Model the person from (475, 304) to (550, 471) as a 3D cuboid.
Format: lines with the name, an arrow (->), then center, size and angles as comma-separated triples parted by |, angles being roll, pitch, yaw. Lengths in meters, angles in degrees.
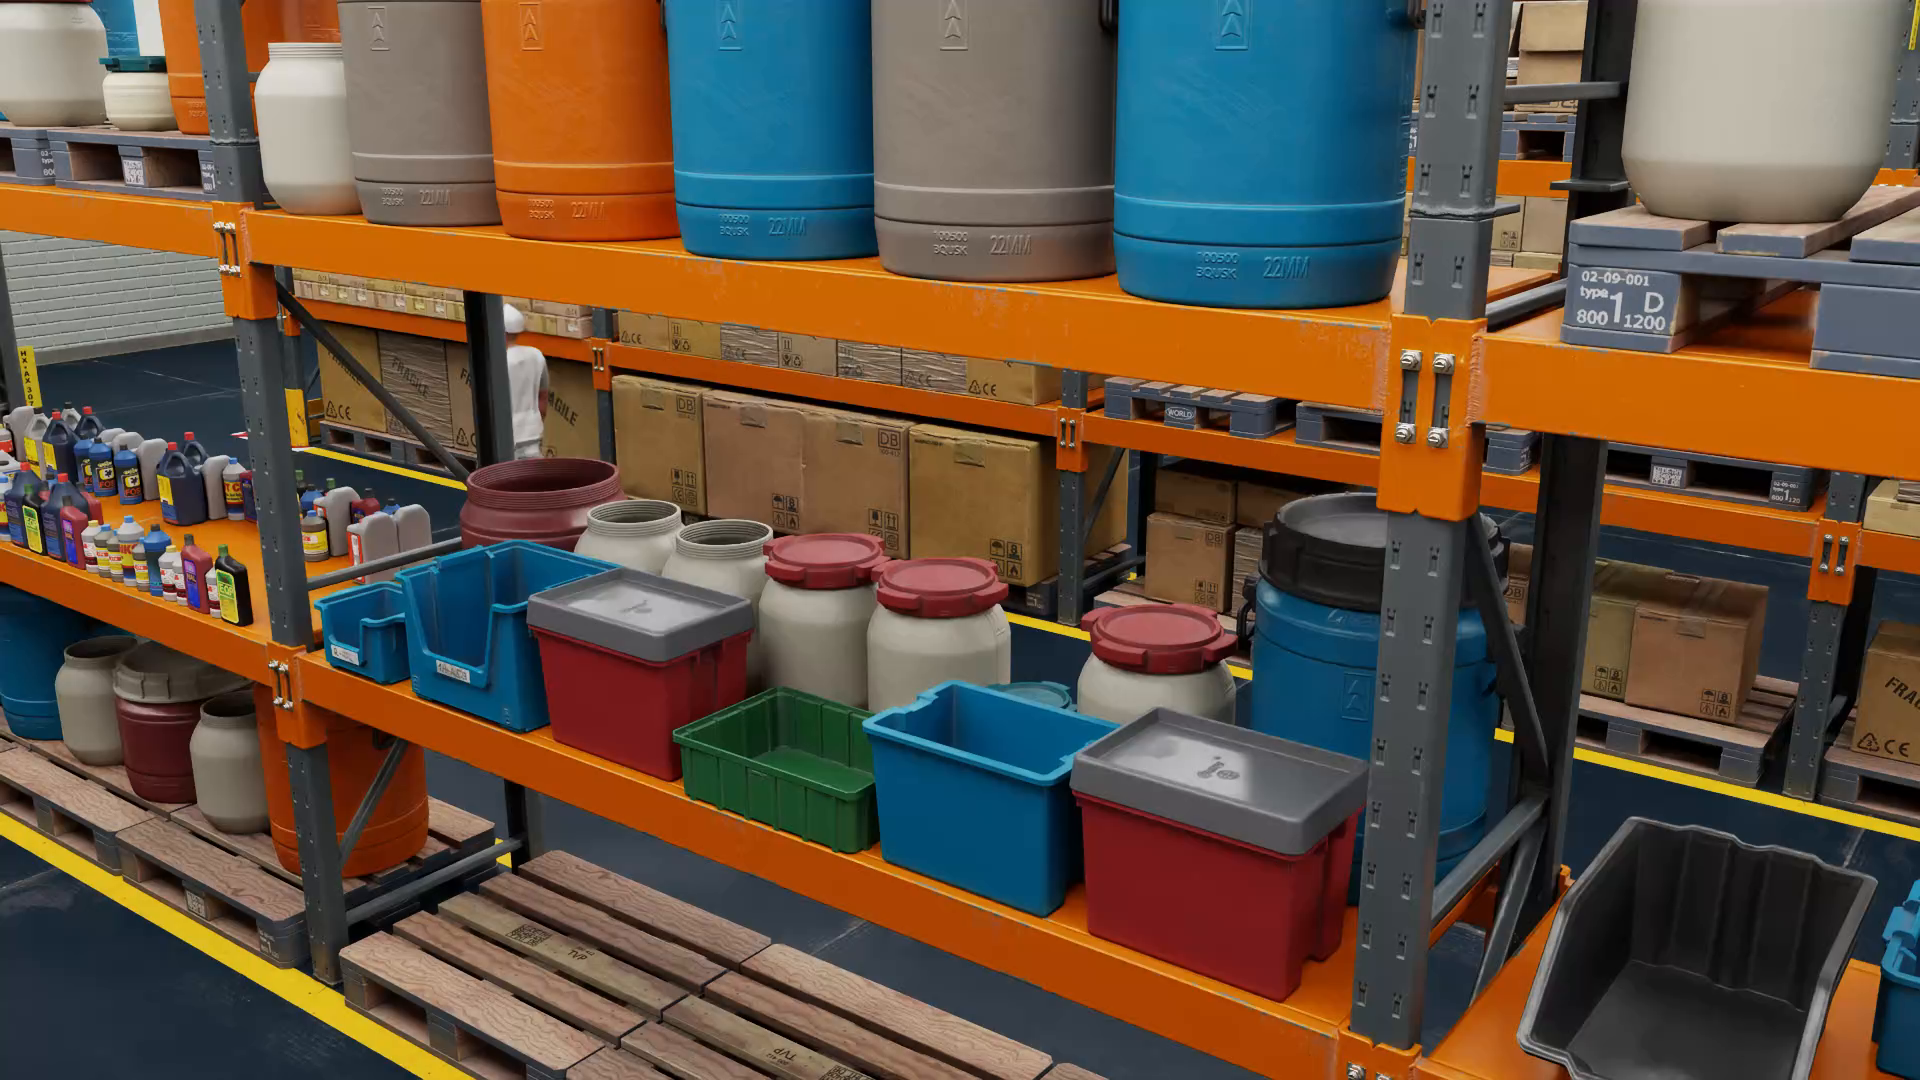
person -> -2.843, -0.638, 10.655 | 0.950, 1.763, 0.546 | 14, 22, 40
